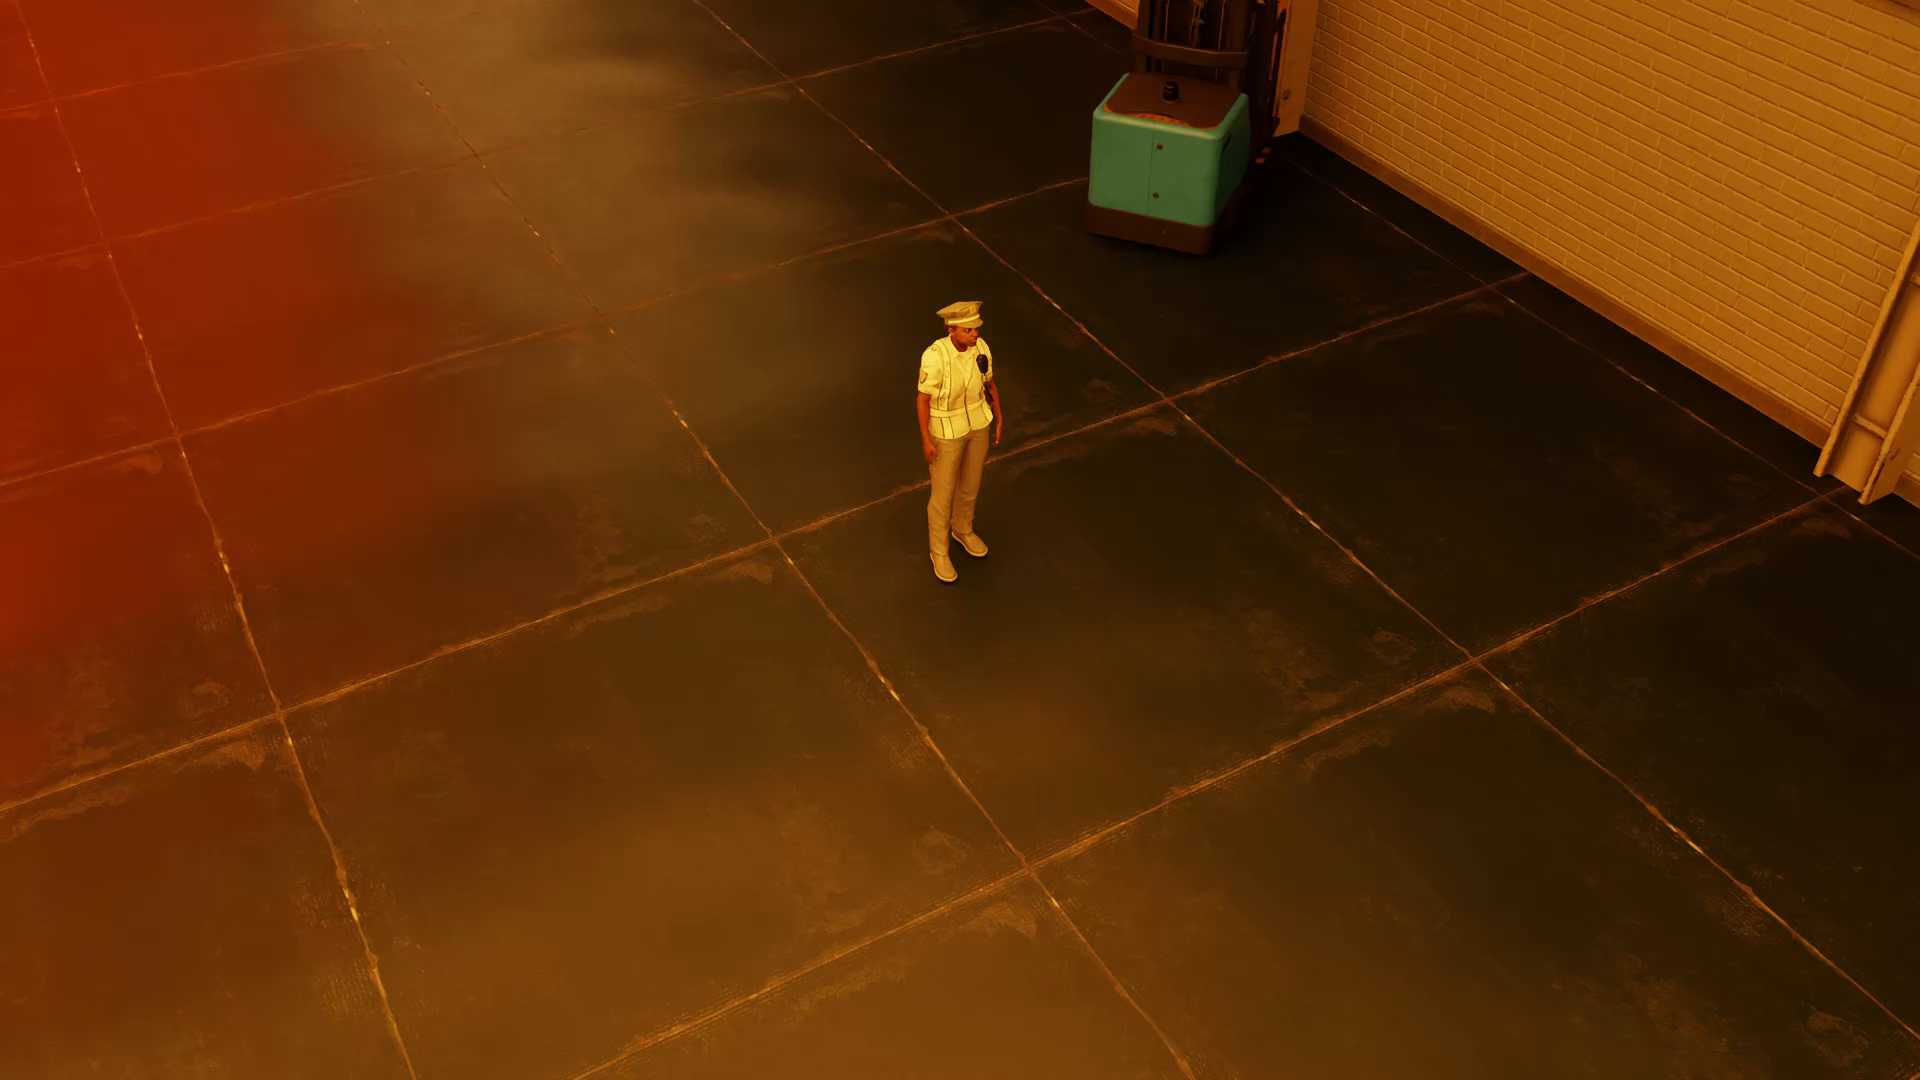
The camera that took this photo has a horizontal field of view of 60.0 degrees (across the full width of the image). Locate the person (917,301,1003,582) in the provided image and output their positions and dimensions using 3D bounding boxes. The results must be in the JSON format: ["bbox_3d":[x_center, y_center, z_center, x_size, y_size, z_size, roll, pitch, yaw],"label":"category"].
[{"bbox_3d":[0.020,-0.610,9.728,0.569,1.695,0.528,-20,44,-23],"label":"person"}]

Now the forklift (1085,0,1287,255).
[{"bbox_3d":[2.031,-4.282,13.199,1.130,2.935,3.031,15,42,17],"label":"forklift"}]
